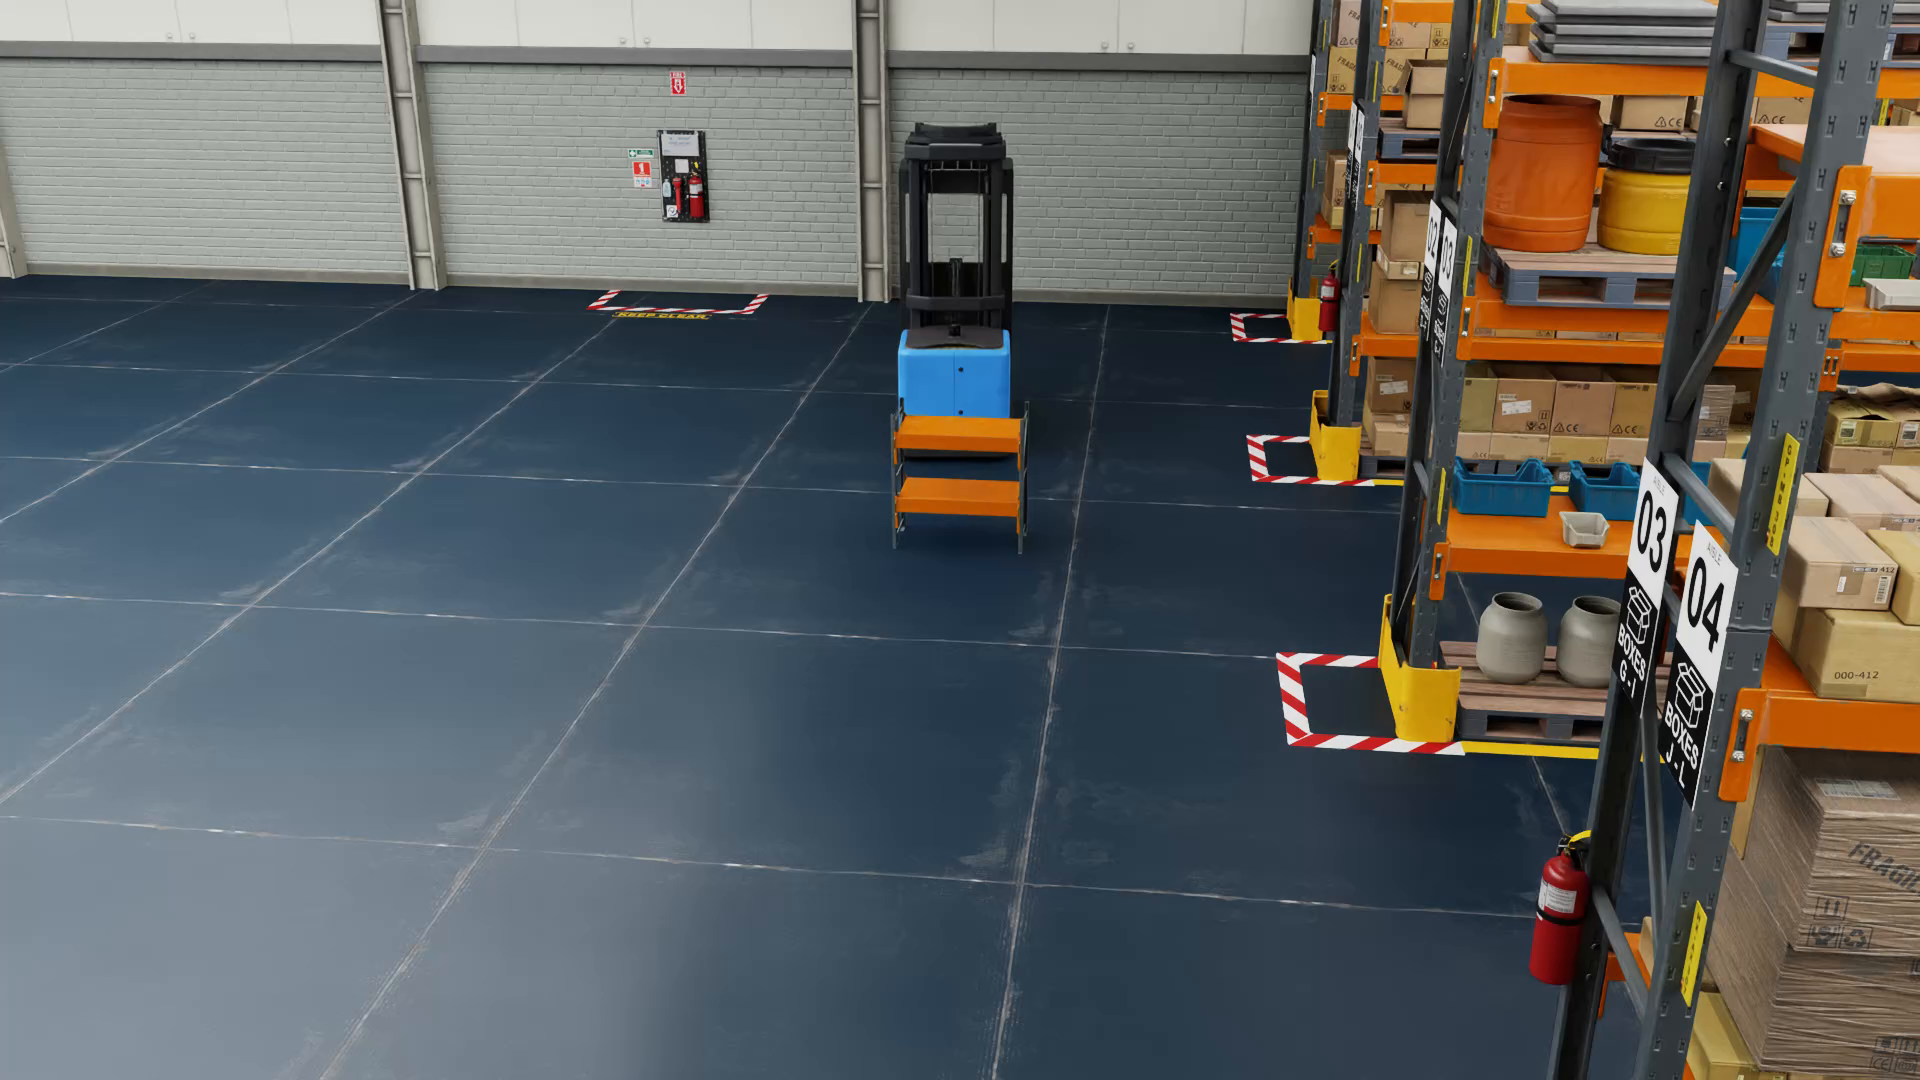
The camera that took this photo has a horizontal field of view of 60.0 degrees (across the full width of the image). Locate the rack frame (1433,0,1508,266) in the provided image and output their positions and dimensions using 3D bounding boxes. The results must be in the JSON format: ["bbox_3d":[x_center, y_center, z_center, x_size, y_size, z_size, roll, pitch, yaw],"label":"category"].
[{"bbox_3d":[2.904,-3.120,9.252,0.127,3.000,1.000,2,22,6],"label":"rack frame"}]

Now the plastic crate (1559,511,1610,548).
[{"bbox_3d":[3.755,-0.052,10.009,0.250,0.136,0.298,2,22,6],"label":"plastic crate"}]

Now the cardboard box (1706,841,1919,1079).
[{"bbox_3d":[2.864,1.327,5.623,0.500,0.500,0.875,2,22,6],"label":"cardboard box"}]

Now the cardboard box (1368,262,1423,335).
[{"bbox_3d":[3.953,-2.160,14.848,0.500,0.500,0.700,3,22,6],"label":"cardboard box"}]

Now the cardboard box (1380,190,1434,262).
[{"bbox_3d":[4.005,-2.761,14.604,0.500,0.500,0.700,3,22,6],"label":"cardboard box"}]

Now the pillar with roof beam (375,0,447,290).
[{"bbox_3d":[-7.556,-5.970,16.461,0.400,9.000,9.100,2,22,6],"label":"pillar with roof beam"}]

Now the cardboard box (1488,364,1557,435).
[{"bbox_3d":[4.992,-1.262,14.860,0.500,0.500,0.500,2,22,6],"label":"cardboard box"}]

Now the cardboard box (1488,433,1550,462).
[{"bbox_3d":[4.990,-0.909,14.987,0.500,0.250,0.500,2,22,6],"label":"cardboard box"}]

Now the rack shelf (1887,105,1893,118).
[{"bbox_3d":[10.028,-4.748,18.429,4.000,0.370,1.077,2,22,6],"label":"rack shelf"}]

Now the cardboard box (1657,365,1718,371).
[{"bbox_3d":[6.542,-1.384,15.169,0.500,0.500,0.500,2,22,6],"label":"cardboard box"}]

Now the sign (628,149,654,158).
[{"bbox_3d":[-4.074,-4.935,21.232,0.331,0.109,0.001,2,22,6],"label":"sign"}]

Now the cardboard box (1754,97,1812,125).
[{"bbox_3d":[6.994,-3.786,14.117,0.500,0.500,0.500,4,22,11],"label":"cardboard box"}]

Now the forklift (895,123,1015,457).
[{"bbox_3d":[-0.034,-2.618,16.235,1.130,2.935,3.031,0,22,1],"label":"forklift"}]

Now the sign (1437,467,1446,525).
[{"bbox_3d":[2.835,-0.258,9.797,0.005,0.325,0.100,2,22,6],"label":"sign"}]

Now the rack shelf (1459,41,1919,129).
[{"bbox_3d":[4.890,-2.513,9.239,4.000,0.370,1.077,2,22,6],"label":"rack shelf"}]

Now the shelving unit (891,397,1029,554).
[{"bbox_3d":[0.007,-0.523,13.392,1.048,1.125,0.538,2,22,6],"label":"shelving unit"}]

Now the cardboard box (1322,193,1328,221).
[{"bbox_3d":[4.557,-3.938,19.656,0.500,0.250,0.500,3,22,7],"label":"cardboard box"}]

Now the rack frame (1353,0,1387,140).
[{"bbox_3d":[3.491,-4.929,13.826,0.127,3.000,1.000,2,22,6],"label":"rack frame"}]

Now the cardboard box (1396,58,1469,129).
[{"bbox_3d":[4.061,-3.816,14.189,0.637,0.503,0.797,4,22,10],"label":"cardboard box"}]

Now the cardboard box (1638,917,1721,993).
[{"bbox_3d":[2.628,1.532,5.987,0.250,0.149,0.380,2,22,6],"label":"cardboard box"}]

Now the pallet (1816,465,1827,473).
[{"bbox_3d":[8.199,-0.651,14.960,1.213,0.211,1.003,2,22,6],"label":"pallet"}]

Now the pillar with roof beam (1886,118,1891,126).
[{"bbox_3d":[10.319,-5.191,14.491,0.400,9.000,9.100,2,22,6],"label":"pillar with roof beam"}]

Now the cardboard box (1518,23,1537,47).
[{"bbox_3d":[6.447,-5.651,18.212,0.500,0.500,0.500,2,22,4],"label":"cardboard box"}]

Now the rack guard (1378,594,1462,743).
[{"bbox_3d":[2.985,0.818,10.850,0.348,0.500,1.175,2,22,6],"label":"rack guard"}]

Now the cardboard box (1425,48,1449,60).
[{"bbox_3d":[5.418,-5.235,18.519,0.500,0.500,0.500,4,22,9],"label":"cardboard box"}]

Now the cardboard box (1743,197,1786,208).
[{"bbox_3d":[7.022,-2.632,14.277,0.500,0.500,0.700,3,22,7],"label":"cardboard box"}]

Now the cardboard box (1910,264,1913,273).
[{"bbox_3d":[10.735,-3.052,19.021,0.500,0.250,0.500,3,22,7],"label":"cardboard box"}]

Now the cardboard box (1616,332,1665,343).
[{"bbox_3d":[5.999,-2.073,14.626,0.500,0.500,0.700,3,22,7],"label":"cardboard box"}]

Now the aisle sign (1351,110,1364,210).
[{"bbox_3d":[3.389,-3.239,14.176,0.004,0.787,0.394,2,22,6],"label":"aisle sign"}]

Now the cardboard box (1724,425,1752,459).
[{"bbox_3d":[6.977,-0.822,14.769,0.500,0.250,0.500,2,22,6],"label":"cardboard box"}]

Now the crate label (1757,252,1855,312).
[{"bbox_3d":[4.724,-1.455,9.321,0.408,0.251,0.502,2,22,6],"label":"crate label"}]

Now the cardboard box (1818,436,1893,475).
[{"bbox_3d":[7.834,-0.774,14.647,0.500,0.250,0.500,2,22,5],"label":"cardboard box"}]

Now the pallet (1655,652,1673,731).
[{"bbox_3d":[4.999,1.043,10.673,1.213,0.211,1.003,2,22,6],"label":"pallet"}]

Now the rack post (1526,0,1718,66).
[{"bbox_3d":[3.640,-2.809,9.144,0.954,0.300,0.937,5,22,12],"label":"rack post"}]

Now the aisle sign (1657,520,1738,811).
[{"bbox_3d":[2.224,0.376,5.033,0.004,0.787,0.394,2,22,6],"label":"aisle sign"}]

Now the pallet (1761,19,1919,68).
[{"bbox_3d":[4.839,-2.751,9.119,1.213,0.211,1.003,2,22,6],"label":"pallet"}]

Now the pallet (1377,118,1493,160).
[{"bbox_3d":[4.190,-3.452,14.293,1.213,0.211,1.003,2,22,6],"label":"pallet"}]

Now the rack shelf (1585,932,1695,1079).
[{"bbox_3d":[4.307,1.899,5.695,4.000,0.370,1.077,2,22,6],"label":"rack shelf"}]

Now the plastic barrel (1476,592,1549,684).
[{"bbox_3d":[3.567,0.632,10.734,0.421,0.512,0.421,0,22,0],"label":"plastic barrel"}]

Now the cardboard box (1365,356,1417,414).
[{"bbox_3d":[4.058,-1.489,15.436,0.500,0.500,0.500,2,22,6],"label":"cardboard box"}]

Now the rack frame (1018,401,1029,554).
[{"bbox_3d":[0.512,-0.501,13.336,0.032,1.125,0.500,2,22,6],"label":"rack frame"}]

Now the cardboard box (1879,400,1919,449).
[{"bbox_3d":[8.340,-1.011,14.482,0.500,0.311,0.500,2,22,6],"label":"cardboard box"}]

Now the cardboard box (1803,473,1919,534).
[{"bbox_3d":[2.878,-0.080,5.305,0.250,0.149,0.380,2,22,5],"label":"cardboard box"}]

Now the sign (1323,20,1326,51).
[{"bbox_3d":[4.006,-5.551,18.291,0.005,0.325,0.100,2,22,6],"label":"sign"}]

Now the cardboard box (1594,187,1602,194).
[{"bbox_3d":[7.040,-3.990,18.768,0.500,0.500,0.500,2,22,6],"label":"cardboard box"}]

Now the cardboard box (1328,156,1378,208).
[{"bbox_3d":[4.509,-4.105,19.061,0.500,0.500,0.500,3,22,6],"label":"cardboard box"}]

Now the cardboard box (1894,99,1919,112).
[{"bbox_3d":[8.071,-3.794,13.649,0.500,0.500,0.500,3,22,7],"label":"cardboard box"}]
